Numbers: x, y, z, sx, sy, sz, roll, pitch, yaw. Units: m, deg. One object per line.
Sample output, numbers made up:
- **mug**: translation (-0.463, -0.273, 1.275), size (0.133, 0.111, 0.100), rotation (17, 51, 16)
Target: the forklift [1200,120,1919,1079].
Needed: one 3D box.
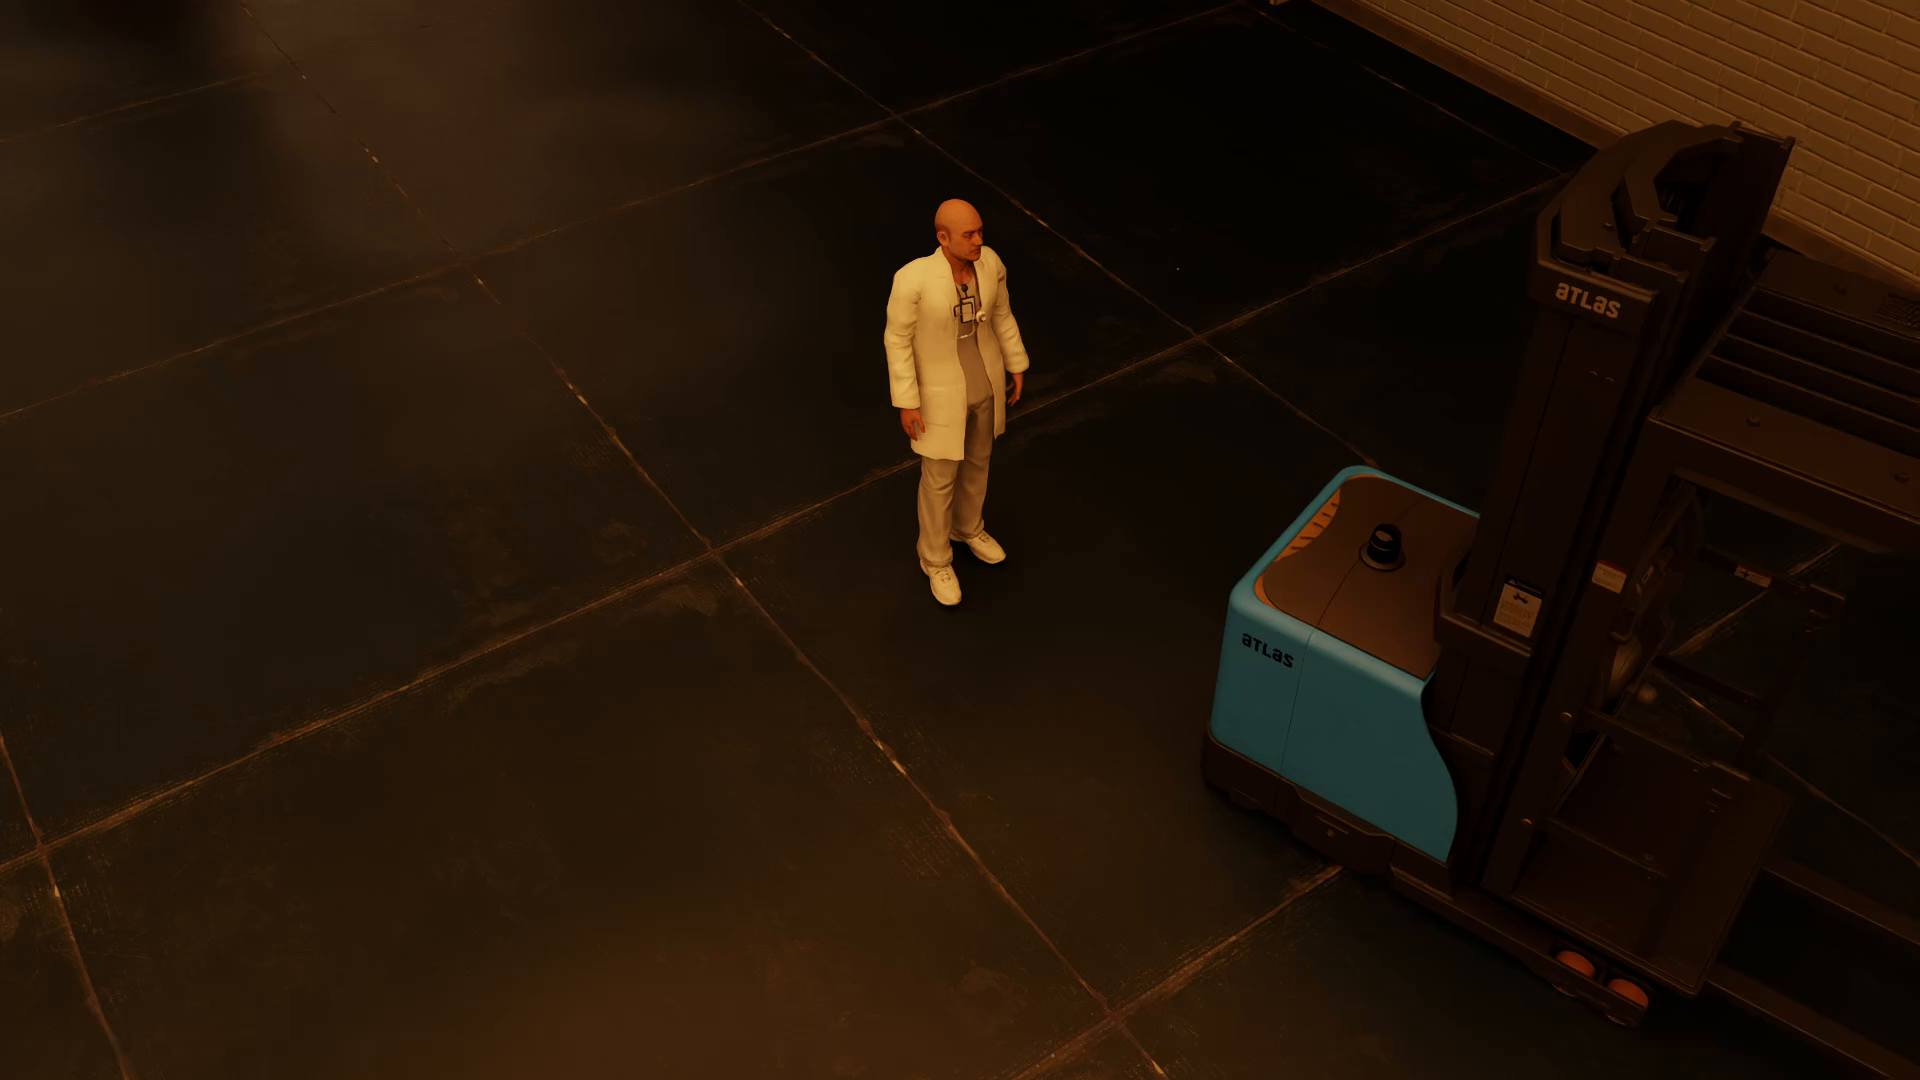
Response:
- **forklift**: translation (2.458, 0.252, 5.442), size (3.031, 2.935, 1.130), rotation (27, 49, 26)

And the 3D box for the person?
- **person**: translation (0.049, -0.607, 7.214), size (0.698, 1.777, 0.578), rotation (-25, 48, -25)
